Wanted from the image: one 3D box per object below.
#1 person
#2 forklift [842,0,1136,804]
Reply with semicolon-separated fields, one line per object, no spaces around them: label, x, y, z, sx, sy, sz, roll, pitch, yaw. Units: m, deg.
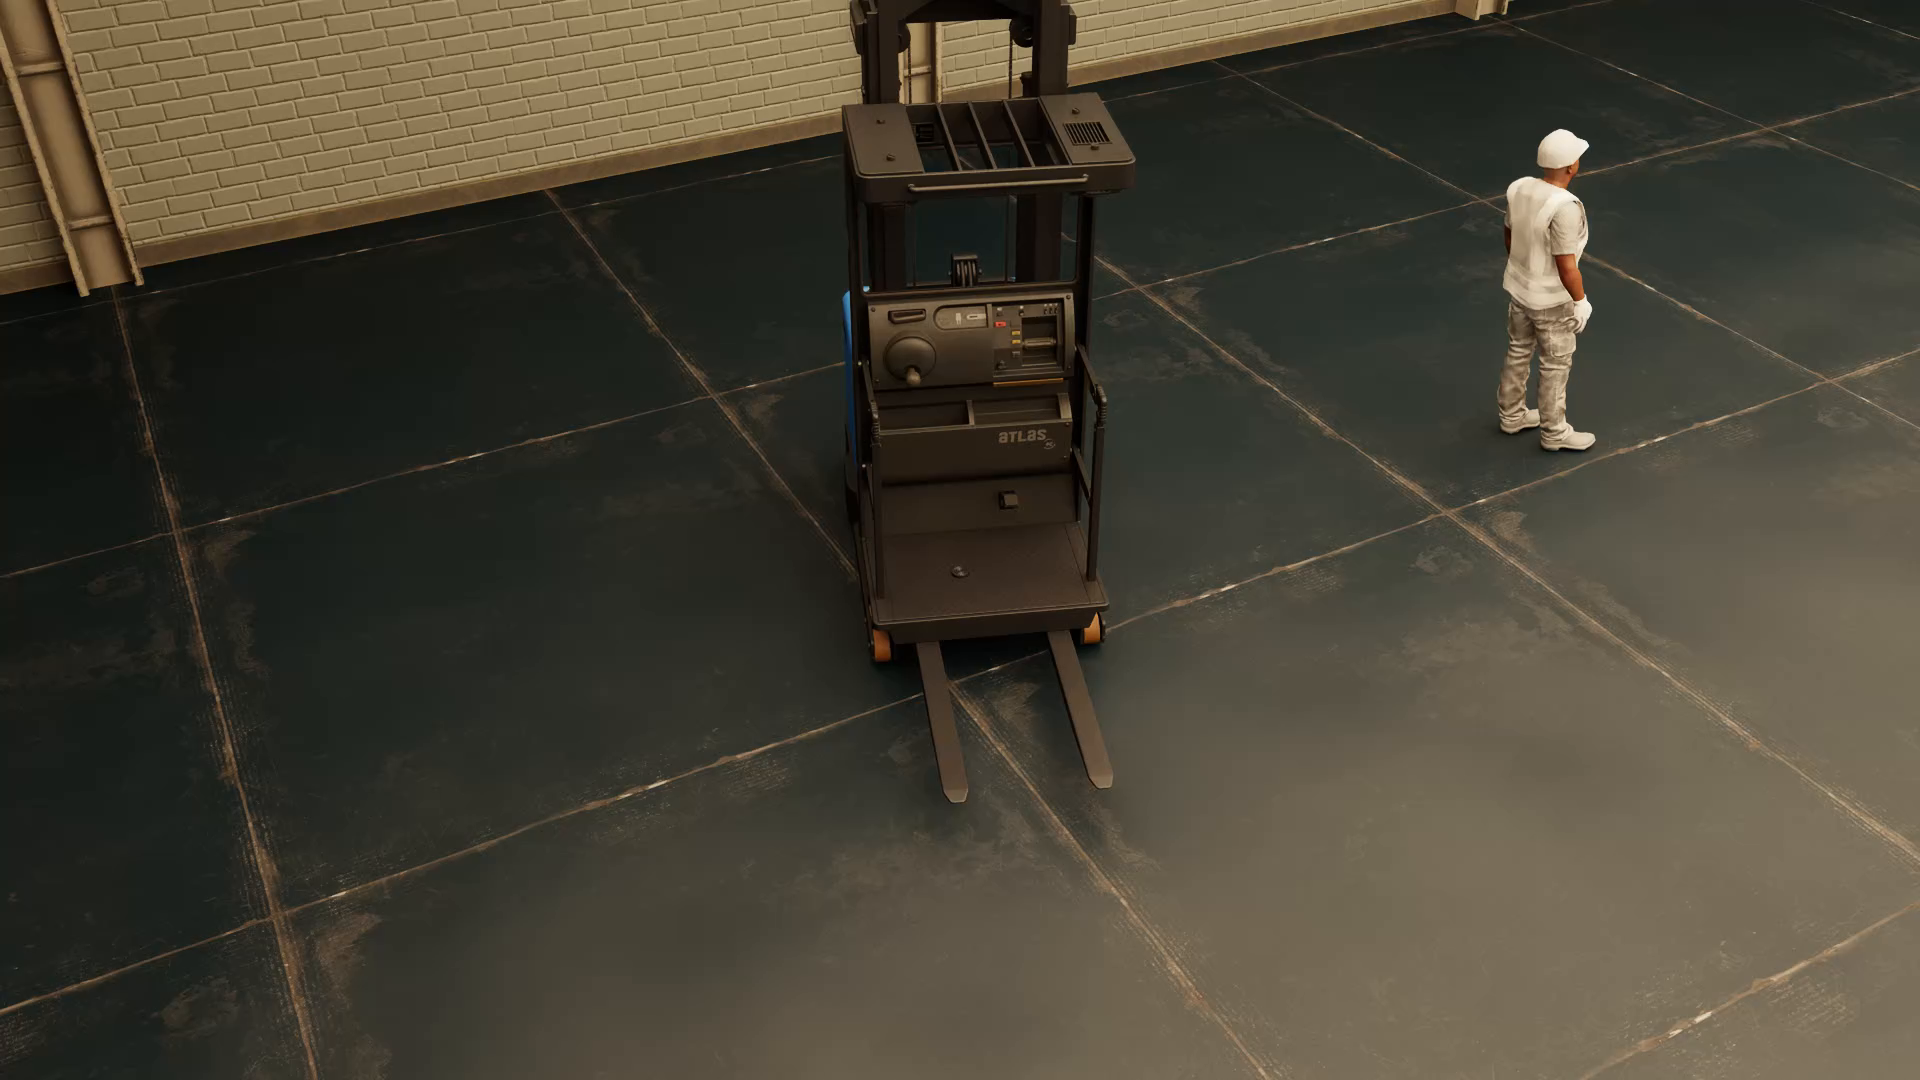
person;3.233;-1.368;9.040;0.575;1.785;0.657;-10;37;-14
forklift;0.086;-0.837;7.307;1.130;2.935;3.031;-5;36;-6
